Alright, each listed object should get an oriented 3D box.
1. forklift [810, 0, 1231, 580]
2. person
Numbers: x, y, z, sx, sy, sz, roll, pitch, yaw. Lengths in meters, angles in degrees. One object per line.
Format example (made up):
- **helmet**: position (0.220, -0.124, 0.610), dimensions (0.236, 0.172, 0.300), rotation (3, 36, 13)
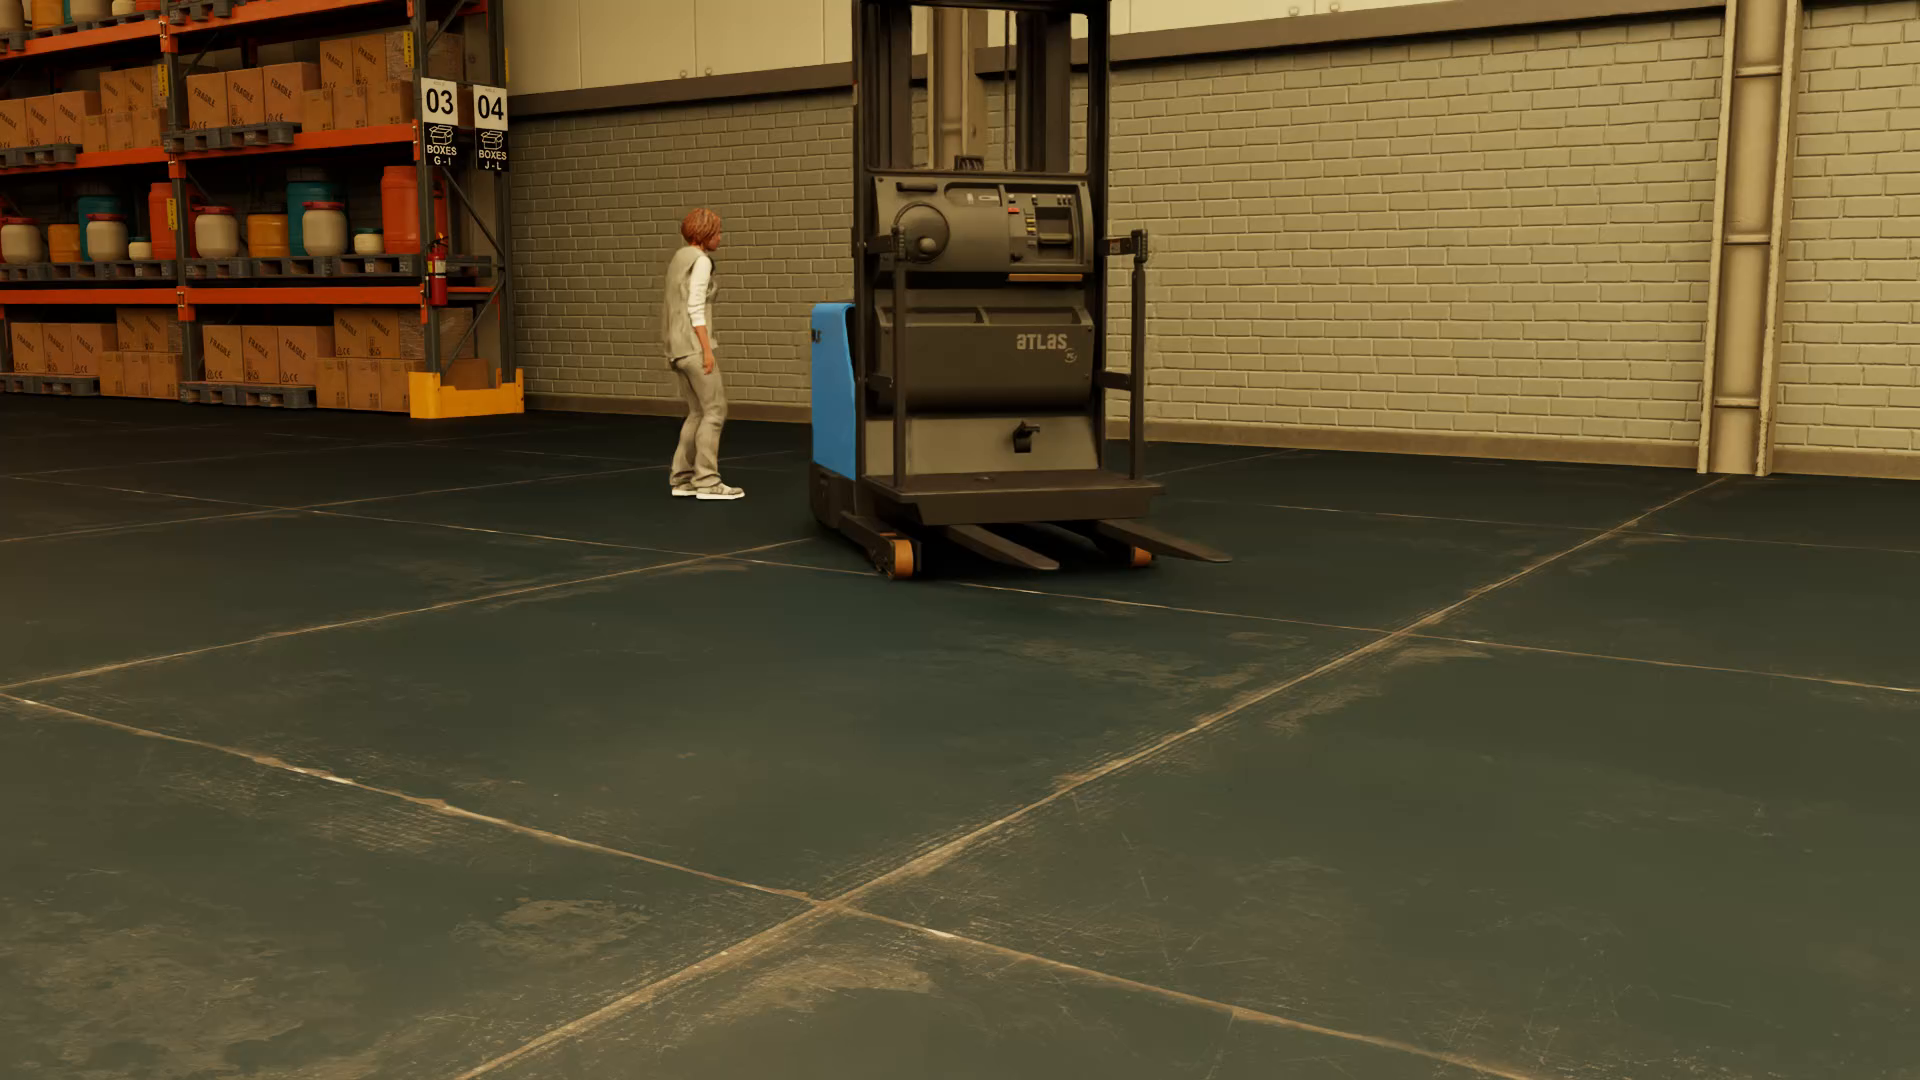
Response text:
- **forklift**: position (0.166, -1.355, 6.719), dimensions (1.130, 2.935, 3.031), rotation (-2, 8, -16)
- **person**: position (-1.432, -1.021, 9.163), dimensions (0.388, 1.587, 0.473), rotation (-3, 9, -23)
